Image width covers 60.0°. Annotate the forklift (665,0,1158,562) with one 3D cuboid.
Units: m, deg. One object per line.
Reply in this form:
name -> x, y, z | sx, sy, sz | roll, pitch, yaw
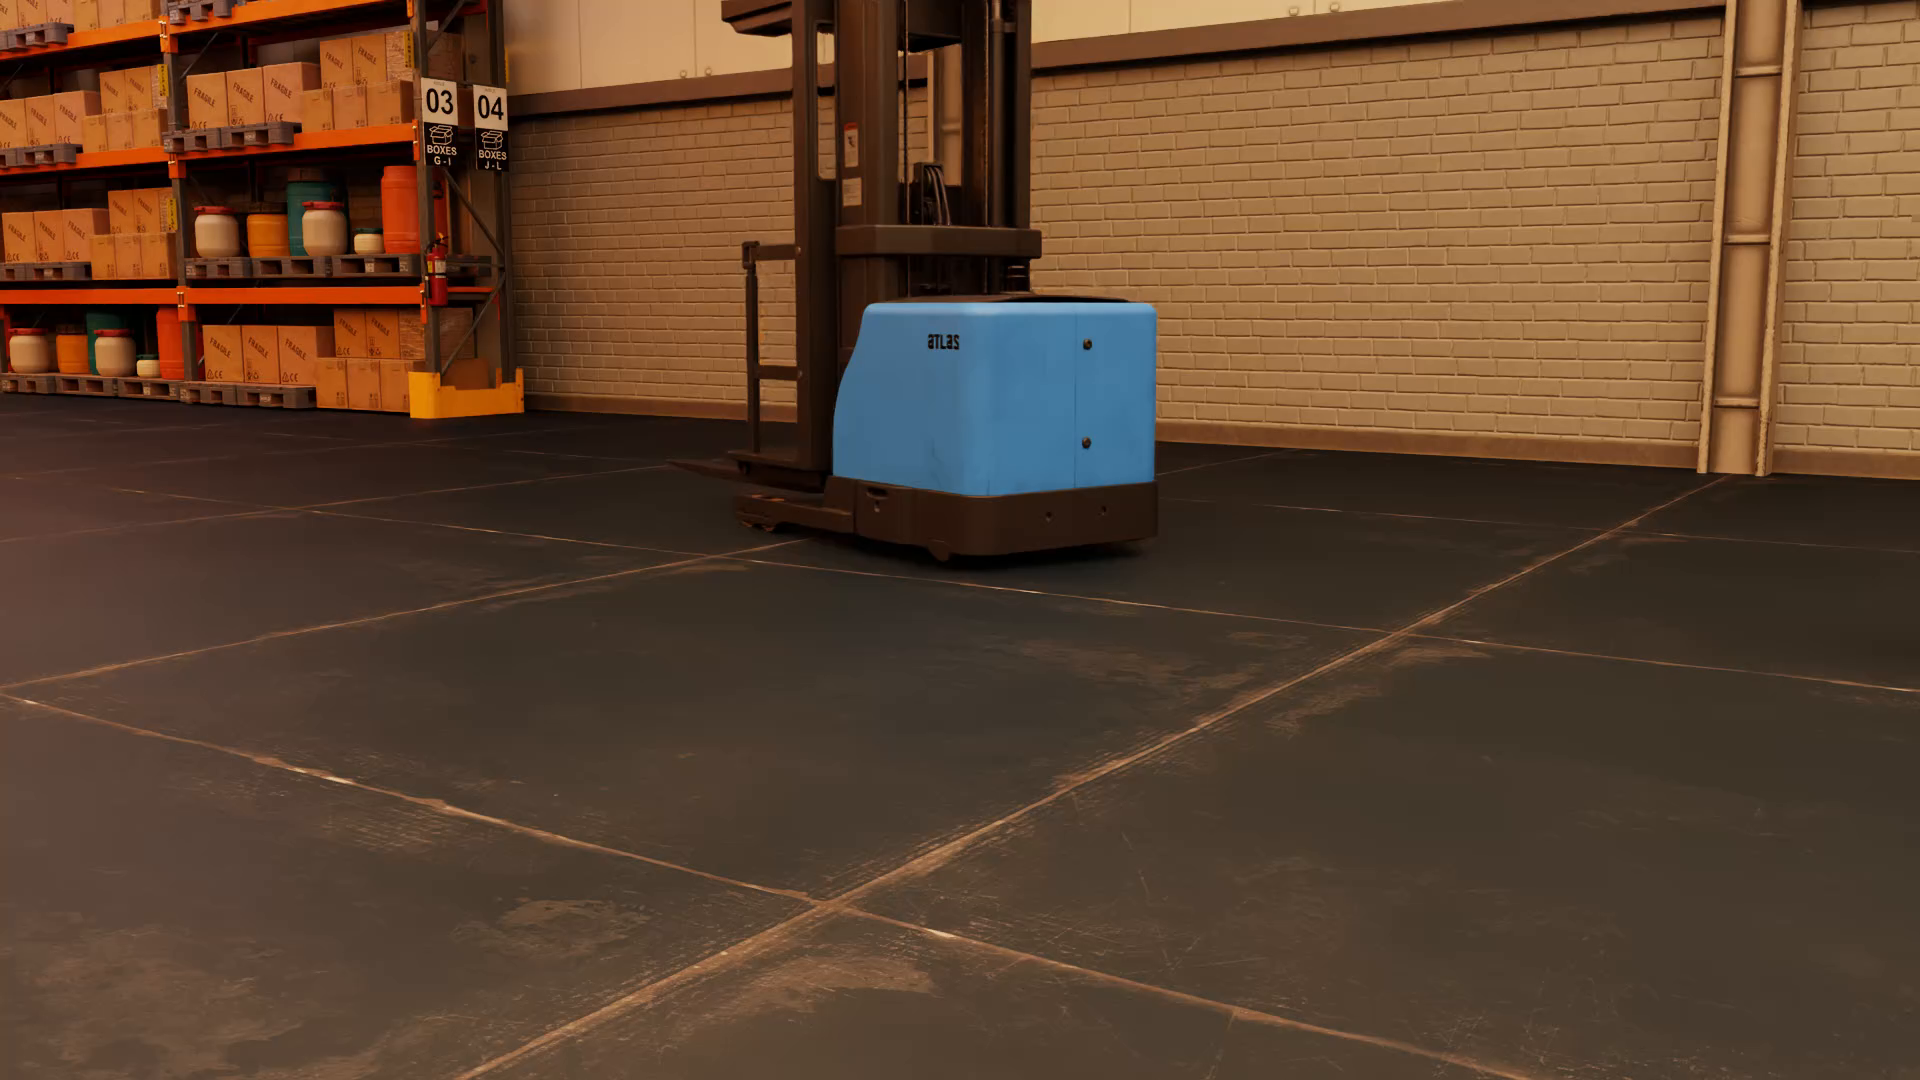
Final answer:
forklift -> -0.432, -1.523, 7.906 | 1.130, 2.935, 3.031 | -6, 10, -37
